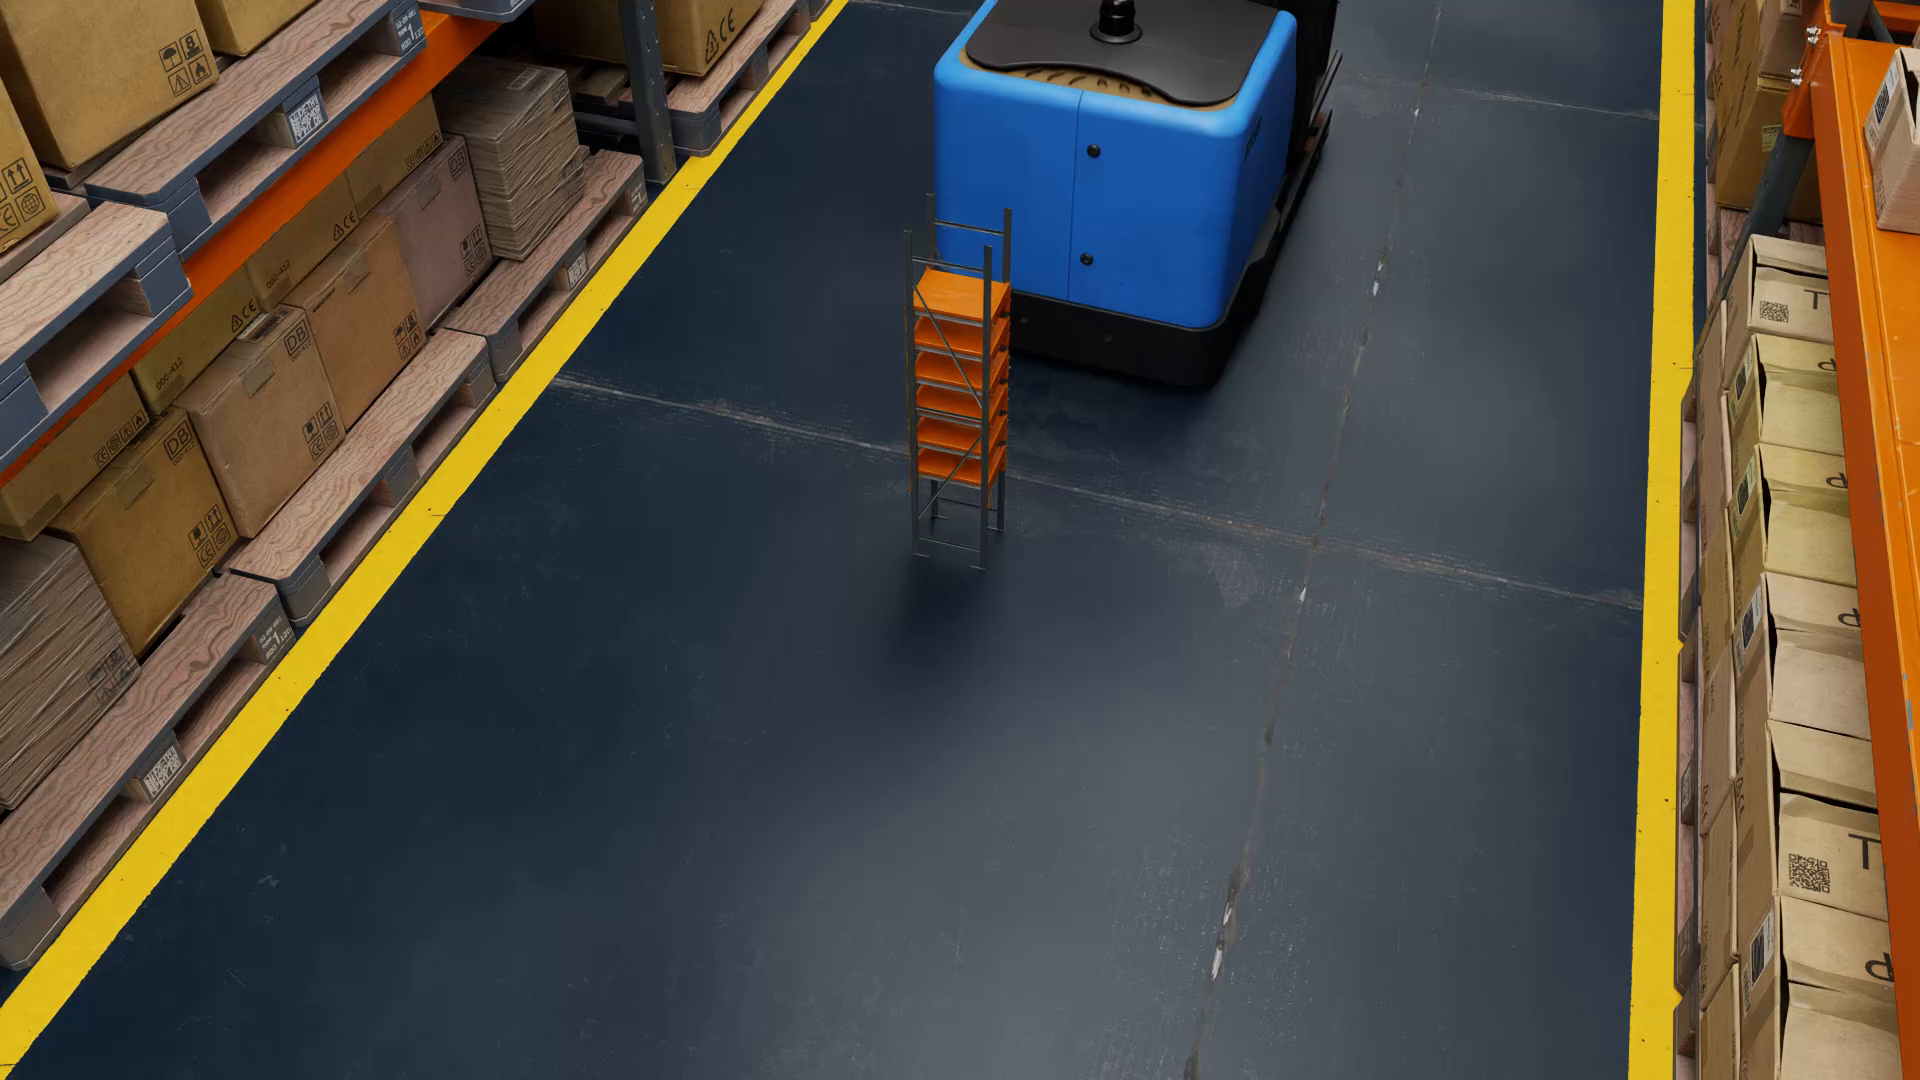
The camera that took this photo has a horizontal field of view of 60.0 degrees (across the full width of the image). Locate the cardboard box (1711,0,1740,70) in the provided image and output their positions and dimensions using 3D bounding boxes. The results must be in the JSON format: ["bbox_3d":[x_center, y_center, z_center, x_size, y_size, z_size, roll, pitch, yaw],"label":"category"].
[{"bbox_3d":[3.444,-2.227,6.854,0.500,0.500,0.500,11,45,11],"label":"cardboard box"}]

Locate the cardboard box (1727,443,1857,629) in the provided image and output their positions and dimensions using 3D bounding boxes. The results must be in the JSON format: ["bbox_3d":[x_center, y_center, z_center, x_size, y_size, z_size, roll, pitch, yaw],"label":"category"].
[{"bbox_3d":[2.328,0.016,4.354,0.500,0.311,0.500,11,46,11],"label":"cardboard box"}]

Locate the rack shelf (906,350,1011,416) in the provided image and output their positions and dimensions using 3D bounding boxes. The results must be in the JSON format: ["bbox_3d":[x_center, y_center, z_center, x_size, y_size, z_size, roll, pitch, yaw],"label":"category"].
[{"bbox_3d":[-0.004,-0.473,4.768,0.258,0.103,0.180,13,46,12],"label":"rack shelf"}]

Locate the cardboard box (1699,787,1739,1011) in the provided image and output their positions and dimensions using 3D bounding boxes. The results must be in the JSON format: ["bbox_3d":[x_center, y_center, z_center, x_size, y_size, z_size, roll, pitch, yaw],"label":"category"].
[{"bbox_3d":[2.022,0.889,3.863,0.500,0.250,0.500,13,46,13],"label":"cardboard box"}]

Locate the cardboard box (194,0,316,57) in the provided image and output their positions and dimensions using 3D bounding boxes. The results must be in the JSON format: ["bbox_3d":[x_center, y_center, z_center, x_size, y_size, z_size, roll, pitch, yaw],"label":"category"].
[{"bbox_3d":[-2.136,-1.684,4.440,0.700,0.500,0.500,13,46,13],"label":"cardboard box"}]

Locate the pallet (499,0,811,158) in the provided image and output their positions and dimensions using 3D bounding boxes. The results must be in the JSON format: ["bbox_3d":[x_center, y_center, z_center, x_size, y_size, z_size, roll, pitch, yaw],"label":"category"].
[{"bbox_3d":[-1.337,-2.154,7.300,1.003,0.211,1.213,13,46,13],"label":"pallet"}]

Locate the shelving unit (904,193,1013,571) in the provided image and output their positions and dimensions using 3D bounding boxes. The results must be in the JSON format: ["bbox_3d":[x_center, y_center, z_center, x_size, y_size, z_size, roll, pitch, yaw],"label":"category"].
[{"bbox_3d":[-0.004,-0.419,4.820,0.258,1.200,0.189,13,46,13],"label":"shelving unit"}]

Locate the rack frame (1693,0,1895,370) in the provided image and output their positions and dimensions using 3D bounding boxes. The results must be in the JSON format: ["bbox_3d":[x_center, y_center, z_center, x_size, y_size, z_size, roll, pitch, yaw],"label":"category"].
[{"bbox_3d":[3.075,-1.595,4.735,1.000,3.000,0.127,13,46,13],"label":"rack frame"}]

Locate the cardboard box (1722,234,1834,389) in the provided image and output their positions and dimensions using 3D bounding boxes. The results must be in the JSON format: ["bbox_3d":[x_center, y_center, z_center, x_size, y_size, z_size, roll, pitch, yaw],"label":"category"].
[{"bbox_3d":[2.636,-0.675,5.060,0.500,0.311,0.500,14,46,14],"label":"cardboard box"}]

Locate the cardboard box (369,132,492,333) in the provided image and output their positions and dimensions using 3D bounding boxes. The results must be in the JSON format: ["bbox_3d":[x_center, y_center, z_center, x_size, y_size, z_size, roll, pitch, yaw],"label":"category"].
[{"bbox_3d":[-2.083,-1.095,5.697,0.700,0.500,0.500,12,46,12],"label":"cardboard box"}]

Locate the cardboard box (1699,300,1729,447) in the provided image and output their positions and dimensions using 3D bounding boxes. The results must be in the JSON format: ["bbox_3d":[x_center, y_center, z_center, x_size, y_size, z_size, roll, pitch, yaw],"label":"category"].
[{"bbox_3d":[2.636,-0.475,5.256,0.500,0.250,0.500,12,46,12],"label":"cardboard box"}]

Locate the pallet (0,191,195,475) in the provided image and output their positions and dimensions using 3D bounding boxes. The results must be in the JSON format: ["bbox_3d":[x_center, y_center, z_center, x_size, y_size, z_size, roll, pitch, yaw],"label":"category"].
[{"bbox_3d":[-2.489,-0.385,3.636,1.003,0.211,1.213,13,46,13],"label":"pallet"}]

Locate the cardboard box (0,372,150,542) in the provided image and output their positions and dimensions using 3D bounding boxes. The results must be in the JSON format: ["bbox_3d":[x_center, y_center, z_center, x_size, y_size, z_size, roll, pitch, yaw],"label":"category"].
[{"bbox_3d":[-2.522,-0.295,4.344,0.500,0.250,0.500,12,46,12],"label":"cardboard box"}]

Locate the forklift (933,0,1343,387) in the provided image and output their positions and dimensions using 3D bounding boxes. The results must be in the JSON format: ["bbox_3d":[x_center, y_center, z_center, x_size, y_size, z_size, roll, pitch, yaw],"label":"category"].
[{"bbox_3d":[0.891,-2.617,5.829,1.130,2.935,3.031,15,46,14],"label":"forklift"}]

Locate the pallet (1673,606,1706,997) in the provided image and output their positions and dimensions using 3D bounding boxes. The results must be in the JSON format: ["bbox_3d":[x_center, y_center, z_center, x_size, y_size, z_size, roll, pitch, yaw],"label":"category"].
[{"bbox_3d":[2.417,0.753,4.329,1.003,0.211,1.213,13,46,13],"label":"pallet"}]

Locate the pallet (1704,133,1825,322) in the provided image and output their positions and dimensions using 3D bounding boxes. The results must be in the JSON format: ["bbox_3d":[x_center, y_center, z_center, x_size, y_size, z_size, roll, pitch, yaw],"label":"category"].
[{"bbox_3d":[3.337,-1.088,6.210,1.003,0.211,1.213,13,46,13],"label":"pallet"}]

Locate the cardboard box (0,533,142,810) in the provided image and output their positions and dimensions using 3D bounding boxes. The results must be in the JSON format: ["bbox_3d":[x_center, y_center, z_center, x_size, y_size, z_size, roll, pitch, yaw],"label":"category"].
[{"bbox_3d":[-2.652,0.267,4.305,0.700,0.500,0.500,14,46,14],"label":"cardboard box"}]

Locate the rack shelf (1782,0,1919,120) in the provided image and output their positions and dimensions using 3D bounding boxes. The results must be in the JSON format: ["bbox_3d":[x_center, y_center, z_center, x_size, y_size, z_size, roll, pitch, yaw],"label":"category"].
[{"bbox_3d":[3.680,-2.671,6.349,1.077,0.370,4.000,13,46,13],"label":"rack shelf"}]

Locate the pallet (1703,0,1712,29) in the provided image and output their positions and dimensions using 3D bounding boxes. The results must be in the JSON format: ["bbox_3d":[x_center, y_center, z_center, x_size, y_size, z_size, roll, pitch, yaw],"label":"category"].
[{"bbox_3d":[4.076,-2.714,7.873,1.003,0.211,1.213,13,46,13],"label":"pallet"}]

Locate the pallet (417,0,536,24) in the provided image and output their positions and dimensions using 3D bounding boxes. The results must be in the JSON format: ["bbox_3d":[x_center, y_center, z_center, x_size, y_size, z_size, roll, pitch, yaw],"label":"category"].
[{"bbox_3d":[-1.762,-2.075,5.363,1.213,0.211,1.003,13,46,13],"label":"pallet"}]

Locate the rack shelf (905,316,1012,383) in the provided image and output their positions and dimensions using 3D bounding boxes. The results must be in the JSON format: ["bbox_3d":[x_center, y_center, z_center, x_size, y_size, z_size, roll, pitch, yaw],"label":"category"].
[{"bbox_3d":[-0.004,-0.559,4.684,0.258,0.103,0.180,13,46,12],"label":"rack shelf"}]

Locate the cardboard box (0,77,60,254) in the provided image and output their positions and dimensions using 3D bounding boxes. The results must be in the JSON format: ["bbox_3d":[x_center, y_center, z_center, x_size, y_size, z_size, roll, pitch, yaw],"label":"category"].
[{"bbox_3d":[-2.496,-0.871,3.609,0.700,0.500,0.500,17,47,17],"label":"cardboard box"}]

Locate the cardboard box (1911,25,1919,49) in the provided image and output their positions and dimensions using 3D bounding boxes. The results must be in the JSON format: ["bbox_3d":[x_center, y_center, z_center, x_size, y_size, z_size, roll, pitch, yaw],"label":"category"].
[{"bbox_3d":[2.923,-1.329,4.528,0.500,0.311,0.500,15,46,15],"label":"cardboard box"}]

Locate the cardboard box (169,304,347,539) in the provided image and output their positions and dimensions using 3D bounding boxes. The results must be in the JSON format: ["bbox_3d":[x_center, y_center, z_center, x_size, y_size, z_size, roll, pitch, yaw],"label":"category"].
[{"bbox_3d":[-2.350,-0.420,5.007,0.700,0.500,0.500,13,46,13],"label":"cardboard box"}]

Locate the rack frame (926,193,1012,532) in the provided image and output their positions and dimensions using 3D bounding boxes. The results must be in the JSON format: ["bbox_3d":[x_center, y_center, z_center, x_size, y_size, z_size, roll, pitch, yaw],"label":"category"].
[{"bbox_3d":[0.023,-0.480,4.883,0.240,1.200,0.006,13,46,13],"label":"rack frame"}]

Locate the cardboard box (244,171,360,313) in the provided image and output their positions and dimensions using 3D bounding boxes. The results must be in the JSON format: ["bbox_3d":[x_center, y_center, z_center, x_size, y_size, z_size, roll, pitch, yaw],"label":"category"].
[{"bbox_3d":[-2.199,-0.972,5.035,0.500,0.250,0.500,12,46,12],"label":"cardboard box"}]

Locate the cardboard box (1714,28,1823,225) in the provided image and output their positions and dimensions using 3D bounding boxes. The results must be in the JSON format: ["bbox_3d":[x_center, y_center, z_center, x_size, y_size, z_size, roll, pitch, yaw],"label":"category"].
[{"bbox_3d":[3.134,-1.532,6.143,0.500,0.500,0.500,14,46,14],"label":"cardboard box"}]

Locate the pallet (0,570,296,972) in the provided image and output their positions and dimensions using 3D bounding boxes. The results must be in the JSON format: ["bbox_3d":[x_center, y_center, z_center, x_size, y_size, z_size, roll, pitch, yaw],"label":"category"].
[{"bbox_3d":[-2.625,0.502,4.586,1.003,0.211,1.213,13,46,13],"label":"pallet"}]

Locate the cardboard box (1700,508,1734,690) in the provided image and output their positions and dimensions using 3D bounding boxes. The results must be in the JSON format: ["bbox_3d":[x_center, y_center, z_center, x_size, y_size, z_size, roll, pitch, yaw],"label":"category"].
[{"bbox_3d":[2.333,0.208,4.558,0.500,0.250,0.500,11,46,11],"label":"cardboard box"}]

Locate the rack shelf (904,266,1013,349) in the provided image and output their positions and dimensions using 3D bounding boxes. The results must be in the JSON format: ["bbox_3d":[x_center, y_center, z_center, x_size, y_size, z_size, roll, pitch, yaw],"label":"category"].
[{"bbox_3d":[-0.004,-0.645,4.600,0.258,0.103,0.180,13,46,12],"label":"rack shelf"}]

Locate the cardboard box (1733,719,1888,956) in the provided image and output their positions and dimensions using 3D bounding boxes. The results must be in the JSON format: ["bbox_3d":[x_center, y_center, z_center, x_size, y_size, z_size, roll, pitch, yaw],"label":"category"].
[{"bbox_3d":[2.018,0.693,3.662,0.500,0.311,0.500,12,46,12],"label":"cardboard box"}]
